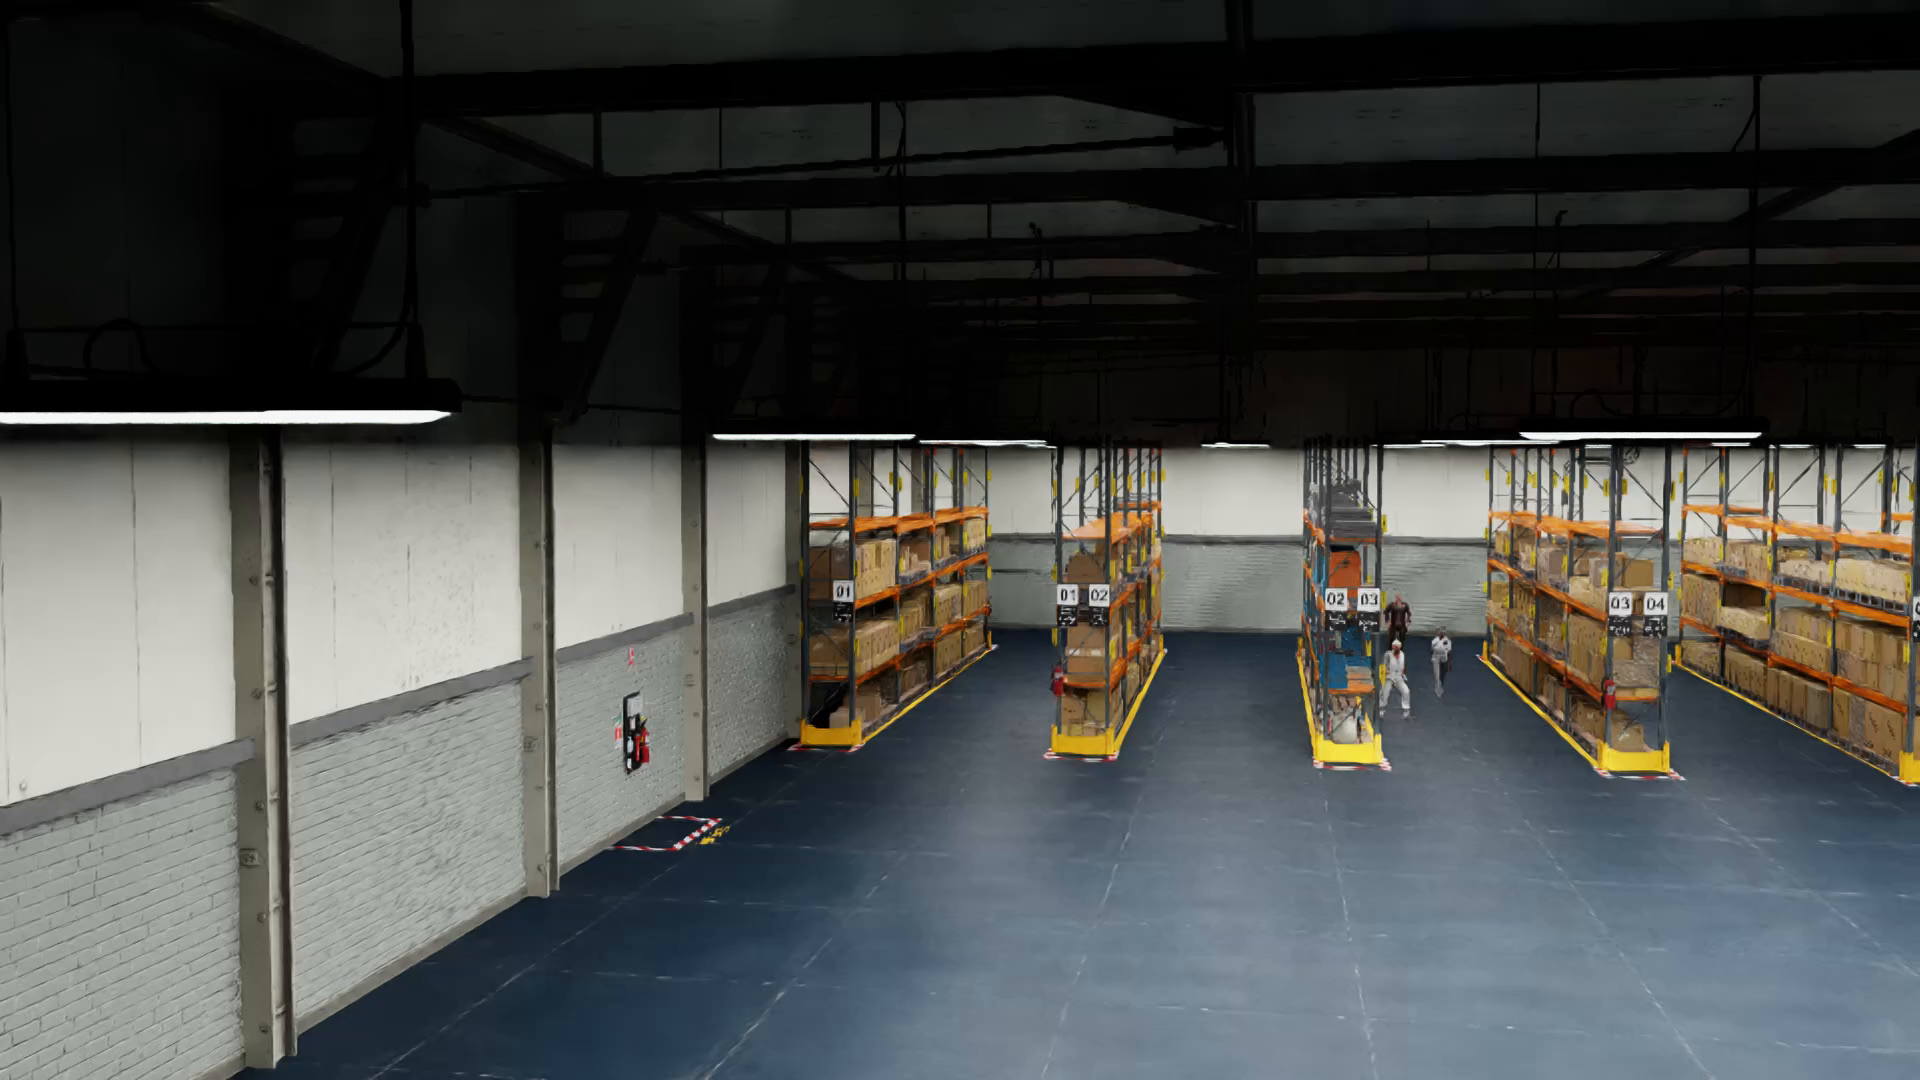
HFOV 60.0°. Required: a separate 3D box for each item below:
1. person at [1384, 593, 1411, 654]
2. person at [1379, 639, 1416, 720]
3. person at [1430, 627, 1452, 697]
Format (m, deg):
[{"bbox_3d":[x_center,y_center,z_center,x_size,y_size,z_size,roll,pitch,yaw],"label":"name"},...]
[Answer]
[{"bbox_3d":[12.264,2.340,46.652,0.729,1.734,0.546,0,3,9],"label":"person"},{"bbox_3d":[9.199,2.944,35.240,0.668,1.722,0.793,-1,3,-10],"label":"person"},{"bbox_3d":[11.213,2.809,38.713,0.463,1.625,0.998,1,3,9],"label":"person"}]
